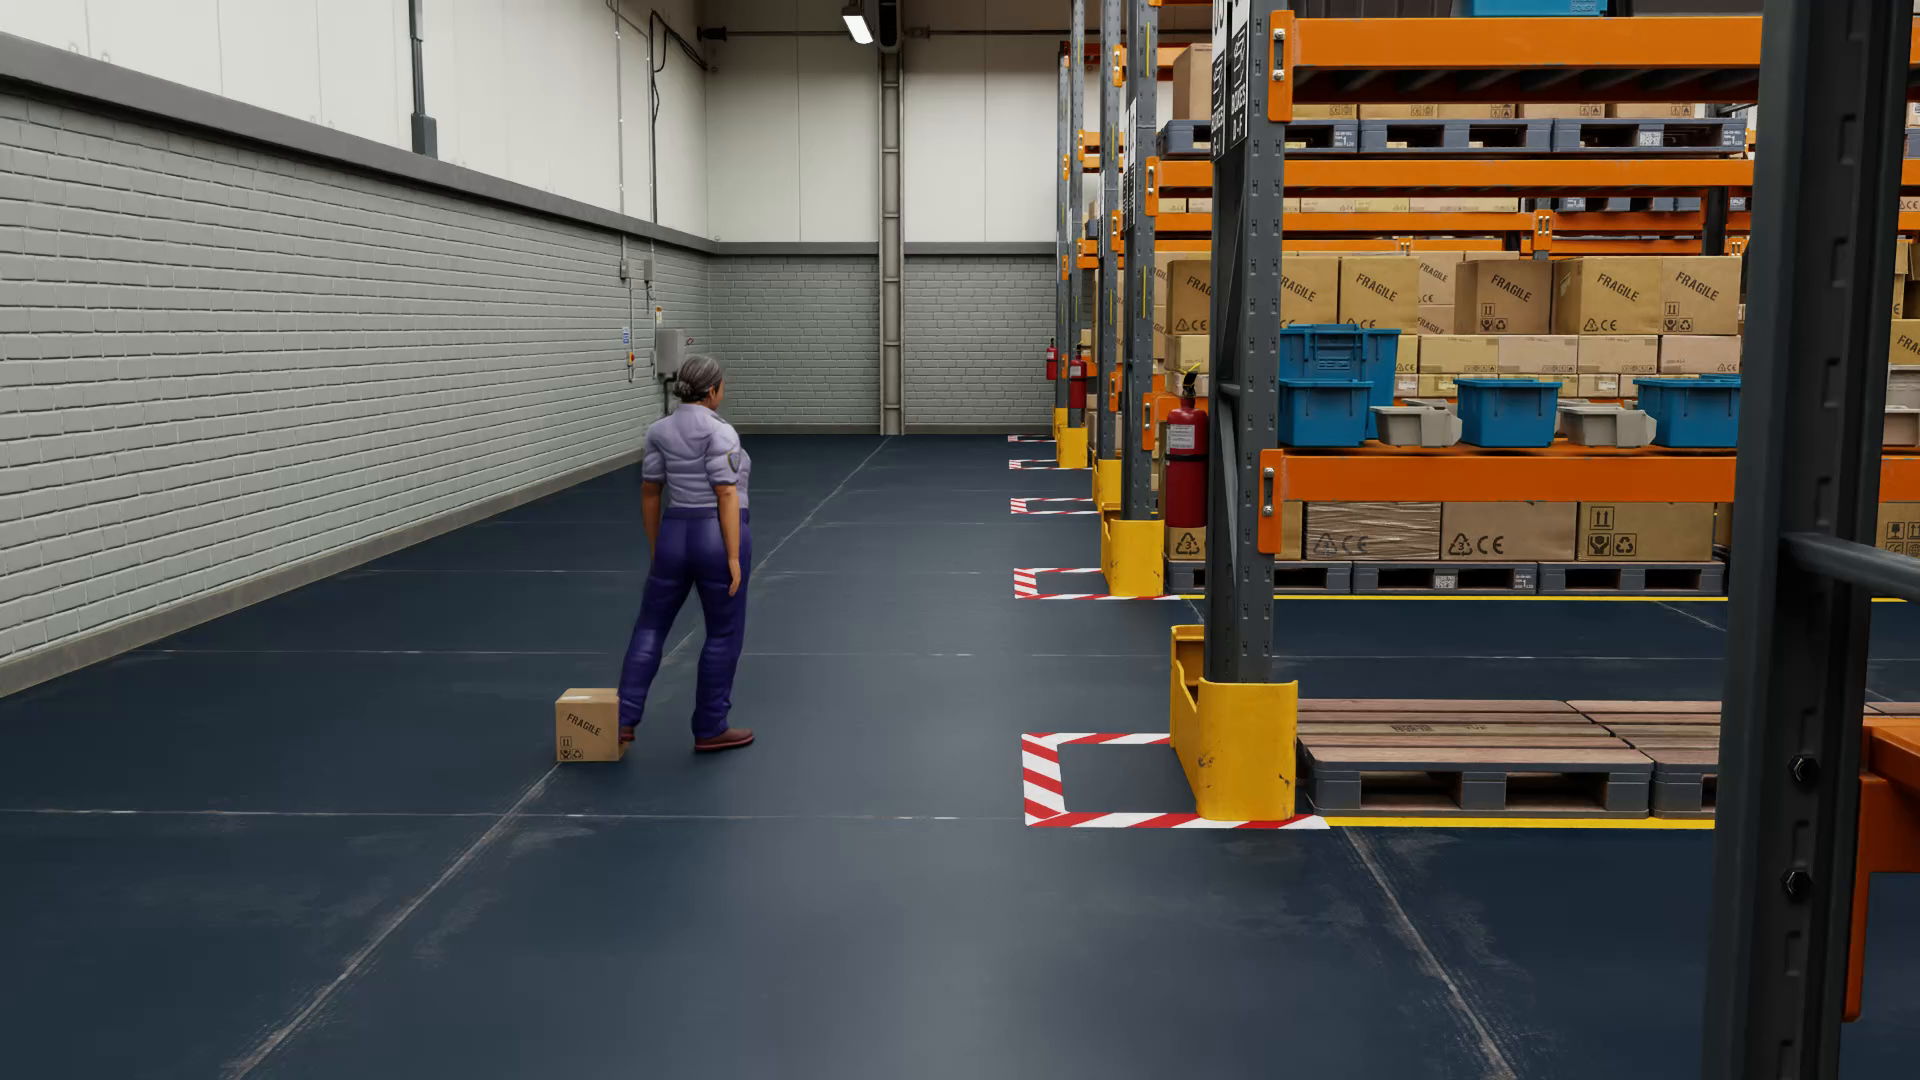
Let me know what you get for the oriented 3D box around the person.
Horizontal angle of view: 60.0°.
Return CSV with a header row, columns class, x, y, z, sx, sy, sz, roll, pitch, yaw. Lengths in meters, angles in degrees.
class,x,y,z,sx,sy,sz,roll,pitch,yaw
person,-1.196,0.061,6.869,0.692,1.635,0.513,3,8,24
